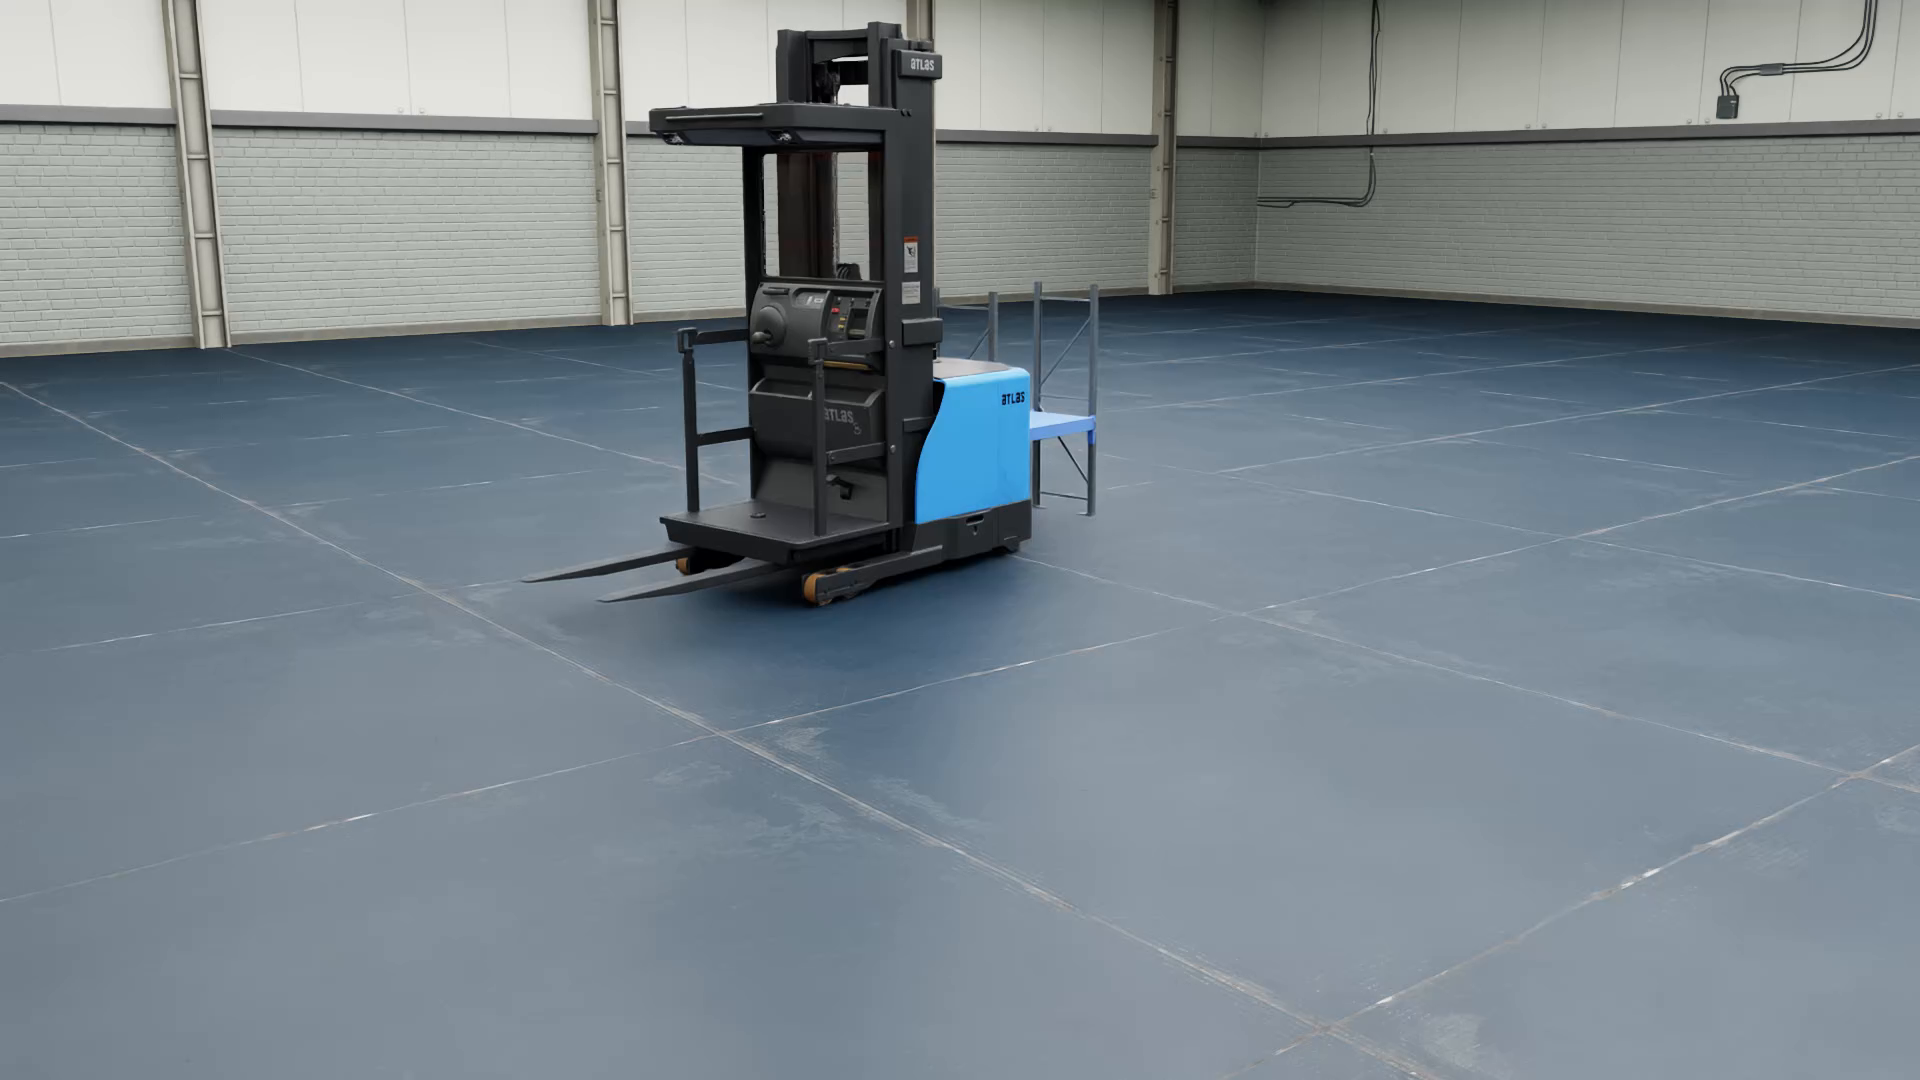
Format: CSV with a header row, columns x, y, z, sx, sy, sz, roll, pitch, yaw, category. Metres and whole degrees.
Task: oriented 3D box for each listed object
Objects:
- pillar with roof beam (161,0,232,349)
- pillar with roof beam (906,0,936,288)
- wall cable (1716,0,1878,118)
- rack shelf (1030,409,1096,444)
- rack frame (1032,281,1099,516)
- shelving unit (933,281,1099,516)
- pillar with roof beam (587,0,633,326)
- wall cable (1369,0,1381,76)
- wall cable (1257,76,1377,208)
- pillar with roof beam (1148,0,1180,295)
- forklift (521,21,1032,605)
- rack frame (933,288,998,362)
x,y,z,sx,sy,sz,roll,pitch,yaw,category
-7.354,-6.300,18.134,0.400,9.000,9.100,-9,15,-38,pillar with roof beam
2.016,-7.857,25.467,0.400,9.000,9.100,-9,15,-38,pillar with roof beam
13.056,-9.624,25.598,0.169,6.003,2.305,-9,15,-38,wall cable
0.354,-0.671,10.542,0.538,0.185,1.000,10,16,39,rack shelf
0.684,-0.927,10.882,0.500,1.500,0.032,10,16,39,rack frame
0.354,-0.846,10.504,0.538,1.500,1.048,10,16,39,shelving unit
-2.669,-7.079,21.801,0.400,9.000,9.100,-9,15,-38,pillar with roof beam
8.828,-10.015,30.944,0.112,2.526,3.097,-9,15,-38,wall cable
7.138,-7.983,33.535,0.112,2.526,3.097,-9,15,-38,wall cable
6.701,-8.636,29.134,0.400,9.000,9.100,-9,15,-38,pillar with roof beam
-0.916,-1.215,8.793,1.130,2.935,3.031,10,16,39,forklift
0.023,-0.766,10.126,0.500,1.500,0.032,10,16,39,rack frame
